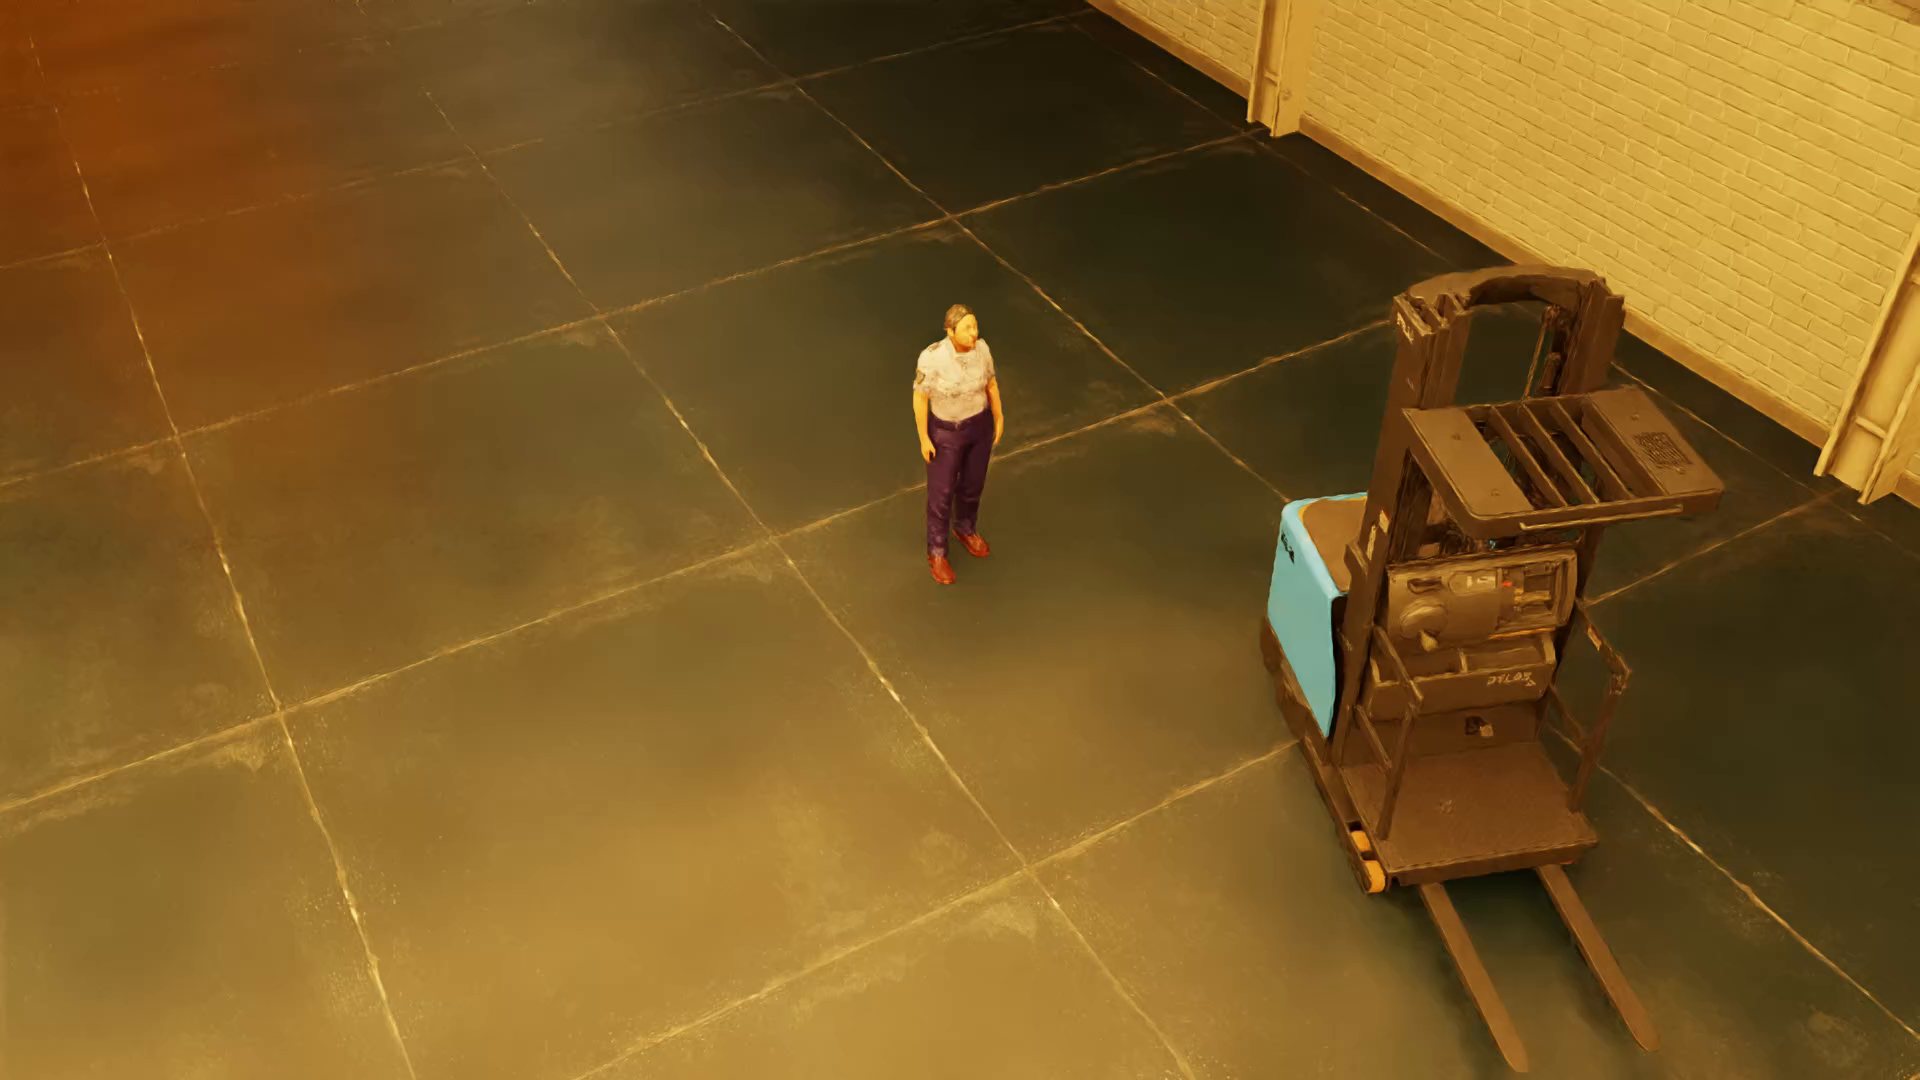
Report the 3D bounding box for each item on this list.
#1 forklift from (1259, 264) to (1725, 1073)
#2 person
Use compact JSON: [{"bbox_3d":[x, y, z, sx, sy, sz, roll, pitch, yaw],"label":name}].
[{"bbox_3d":[2.474,0.362,7.600,1.130,2.935,3.031,-7,40,-8],"label":"forklift"},{"bbox_3d":[0.025,-0.583,9.733,0.599,1.650,0.502,-20,44,-23],"label":"person"}]
